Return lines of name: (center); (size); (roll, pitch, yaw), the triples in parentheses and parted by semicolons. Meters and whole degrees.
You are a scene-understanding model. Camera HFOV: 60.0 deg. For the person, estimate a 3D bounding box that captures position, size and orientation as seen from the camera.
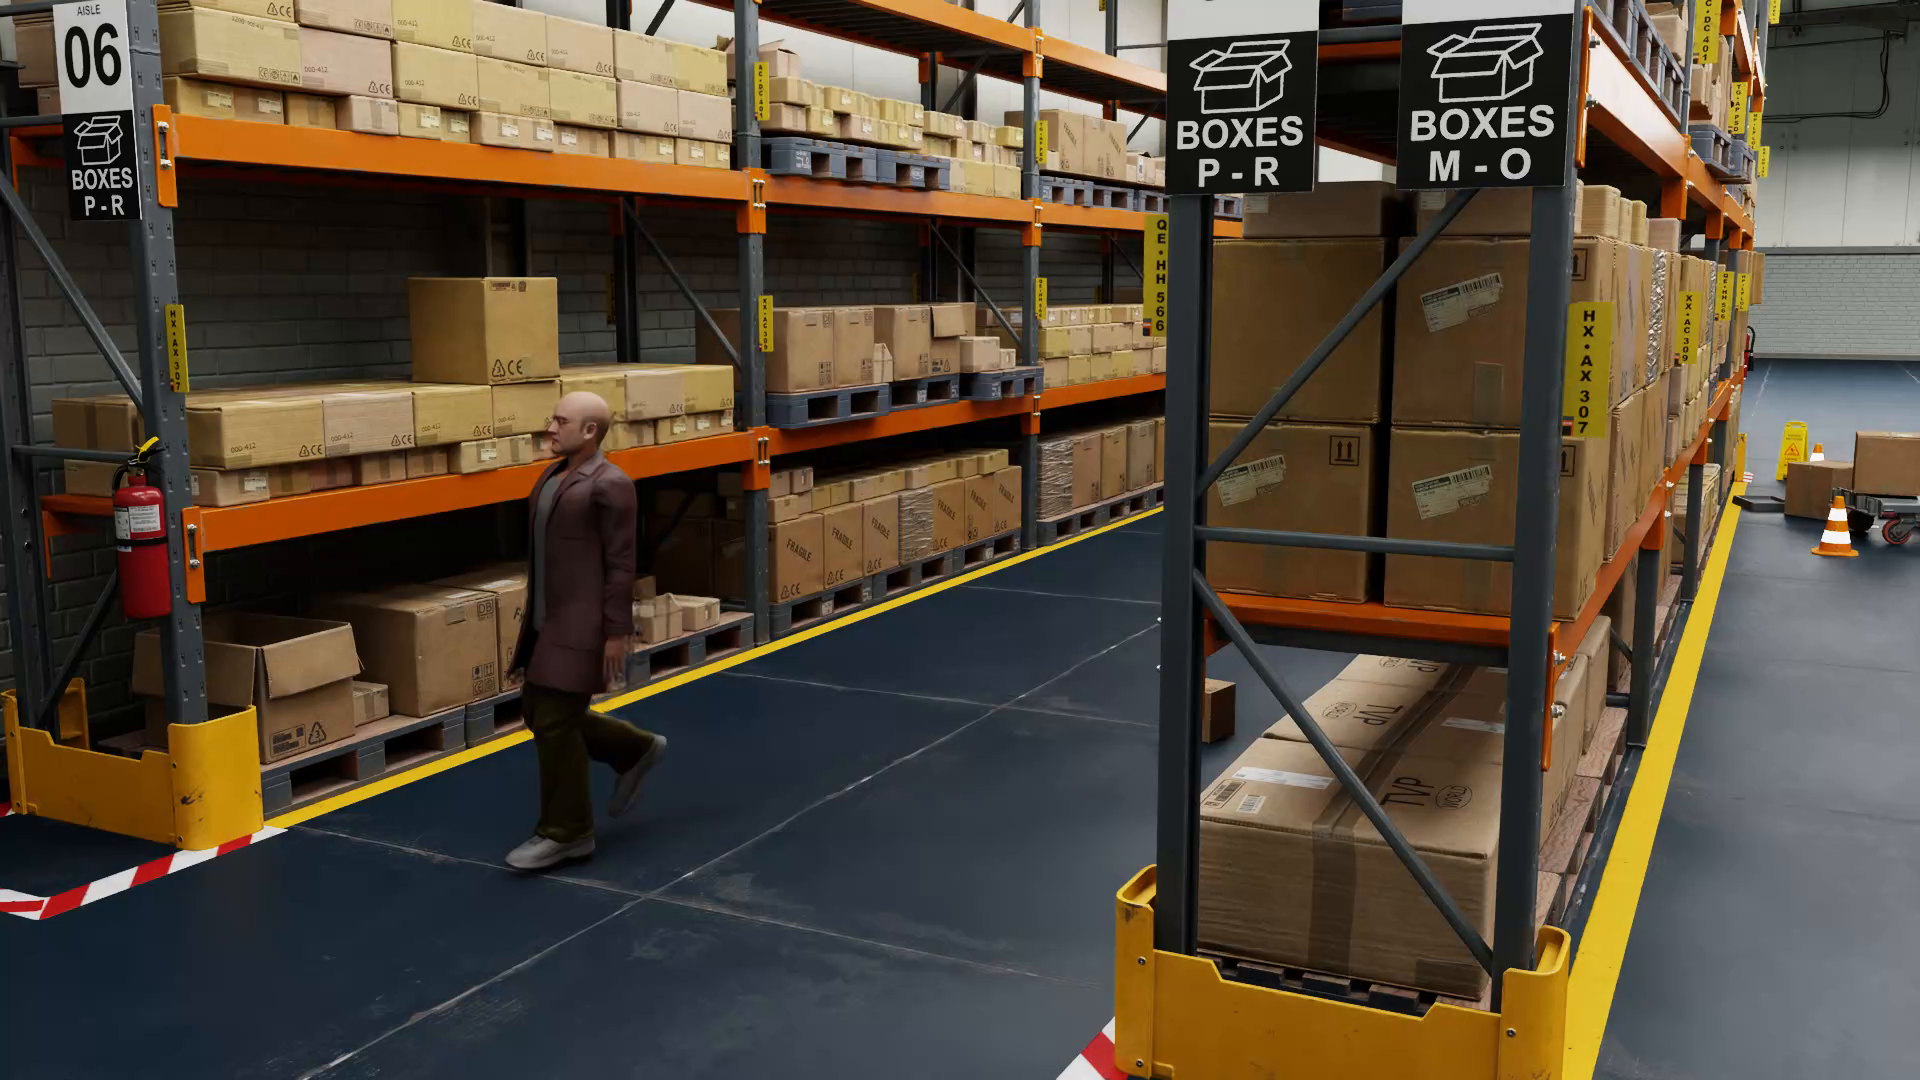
person: (-1.433, 0.313, 6.320); (0.790, 1.757, 0.576); (-8, 12, -40)
